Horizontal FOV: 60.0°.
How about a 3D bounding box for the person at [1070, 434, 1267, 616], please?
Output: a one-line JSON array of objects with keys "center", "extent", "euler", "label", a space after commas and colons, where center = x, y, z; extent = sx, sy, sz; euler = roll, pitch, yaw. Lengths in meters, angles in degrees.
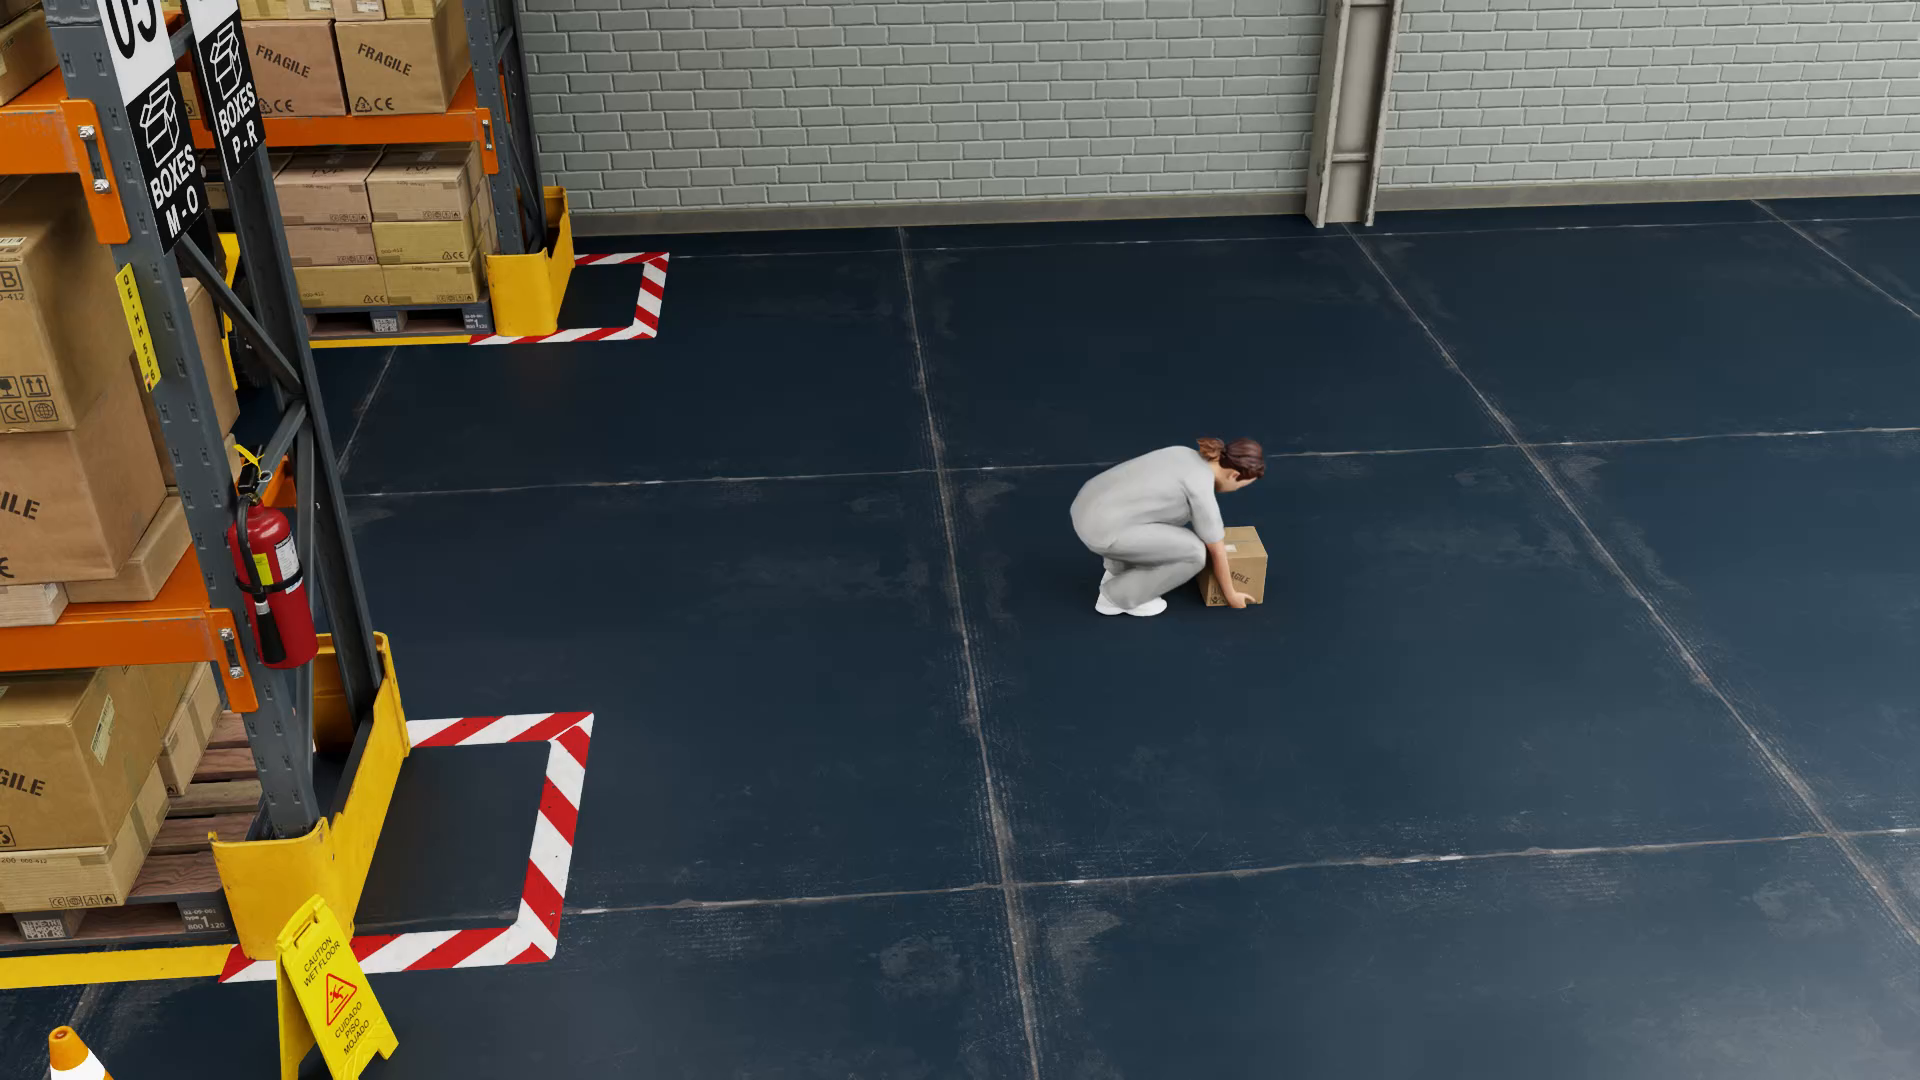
[{"center": [0.892, -0.055, 7.177], "extent": [0.839, 0.810, 0.458], "euler": [-3, 31, -5], "label": "person"}]
